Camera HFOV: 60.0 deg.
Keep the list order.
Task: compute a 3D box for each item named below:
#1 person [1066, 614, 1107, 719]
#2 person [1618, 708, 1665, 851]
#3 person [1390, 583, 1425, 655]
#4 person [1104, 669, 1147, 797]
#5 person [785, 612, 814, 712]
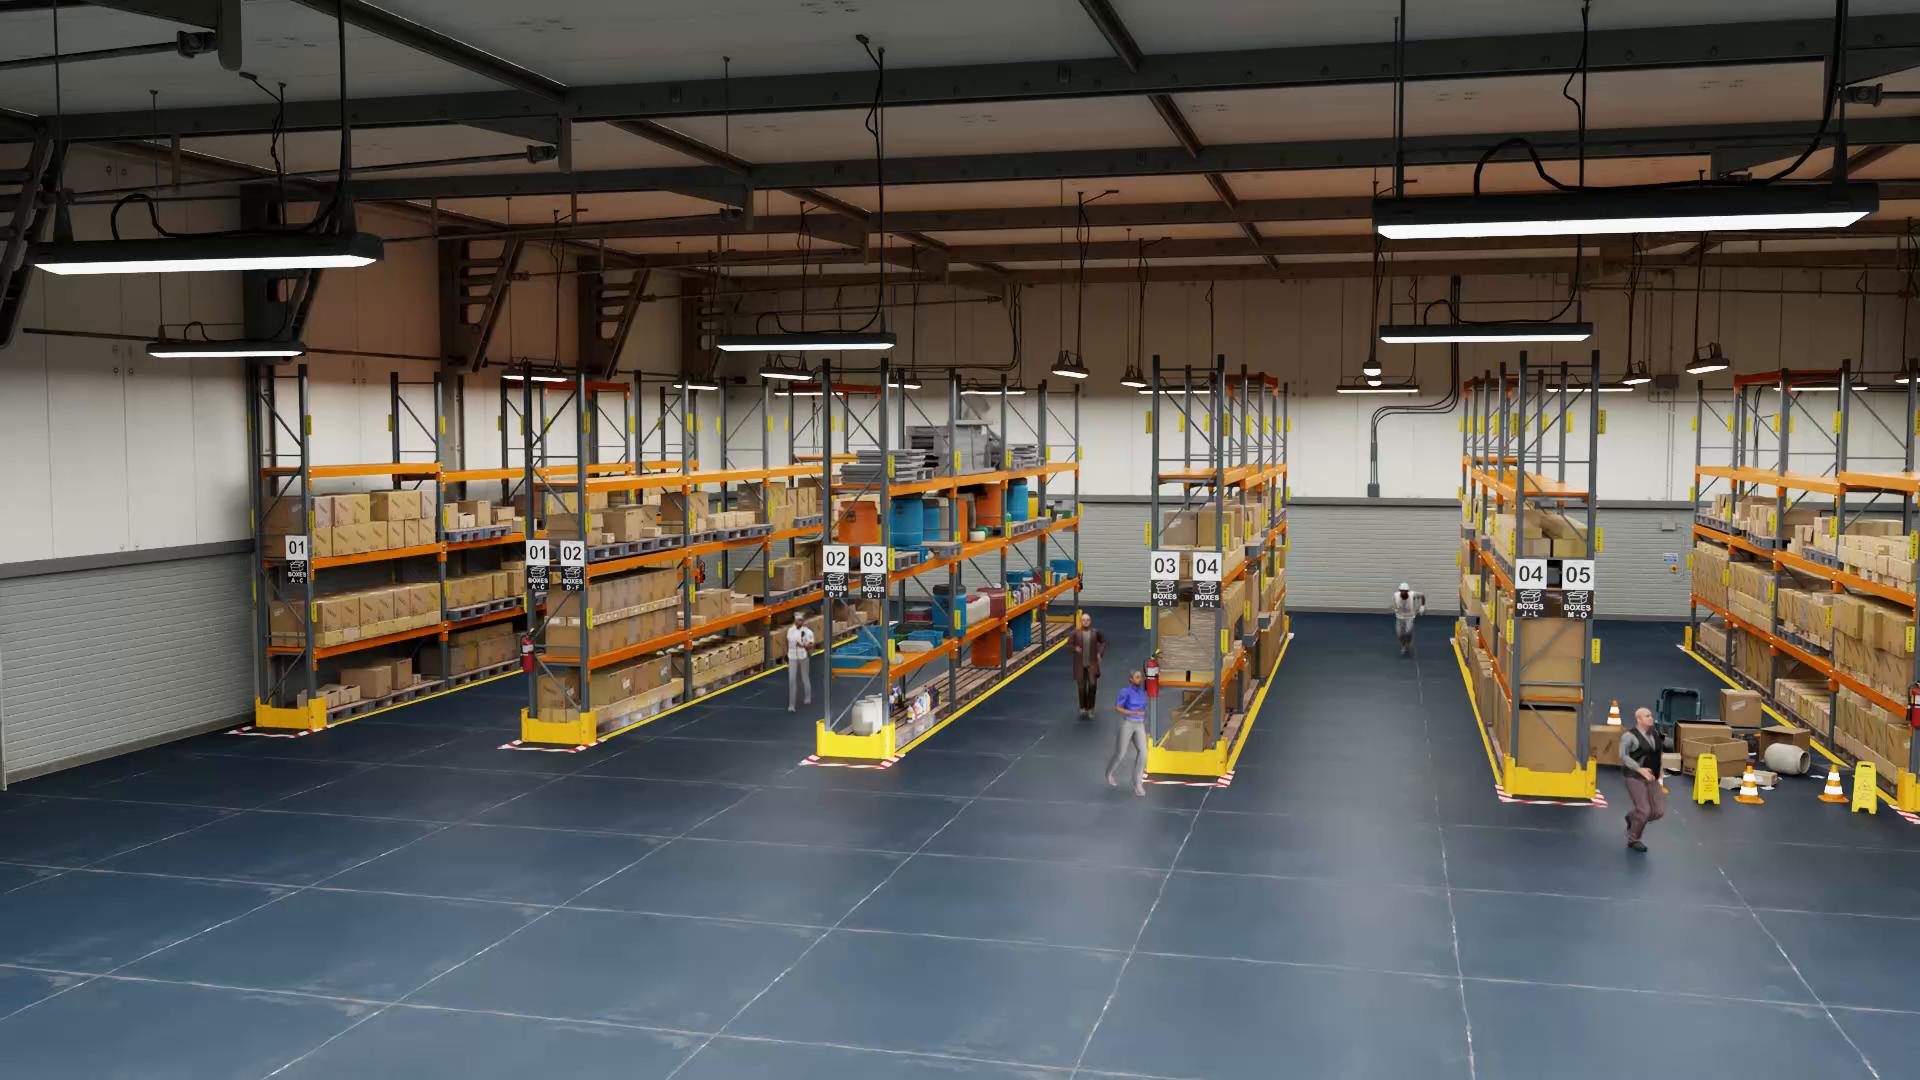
[{"bbox_3d":[2.160,2.169,28.405,0.687,1.805,0.733,0,4,4],"label":"person"},{"bbox_3d":[8.057,2.813,19.632,0.692,1.680,0.599,-2,4,-25],"label":"person"},{"bbox_3d":[9.667,1.712,35.947,0.716,1.614,0.916,1,4,21],"label":"person"},{"bbox_3d":[2.350,2.601,22.772,0.584,1.682,0.794,-2,5,-29],"label":"person"},{"bbox_3d":[-2.835,2.114,29.339,0.566,1.712,0.908,0,4,6],"label":"person"}]
